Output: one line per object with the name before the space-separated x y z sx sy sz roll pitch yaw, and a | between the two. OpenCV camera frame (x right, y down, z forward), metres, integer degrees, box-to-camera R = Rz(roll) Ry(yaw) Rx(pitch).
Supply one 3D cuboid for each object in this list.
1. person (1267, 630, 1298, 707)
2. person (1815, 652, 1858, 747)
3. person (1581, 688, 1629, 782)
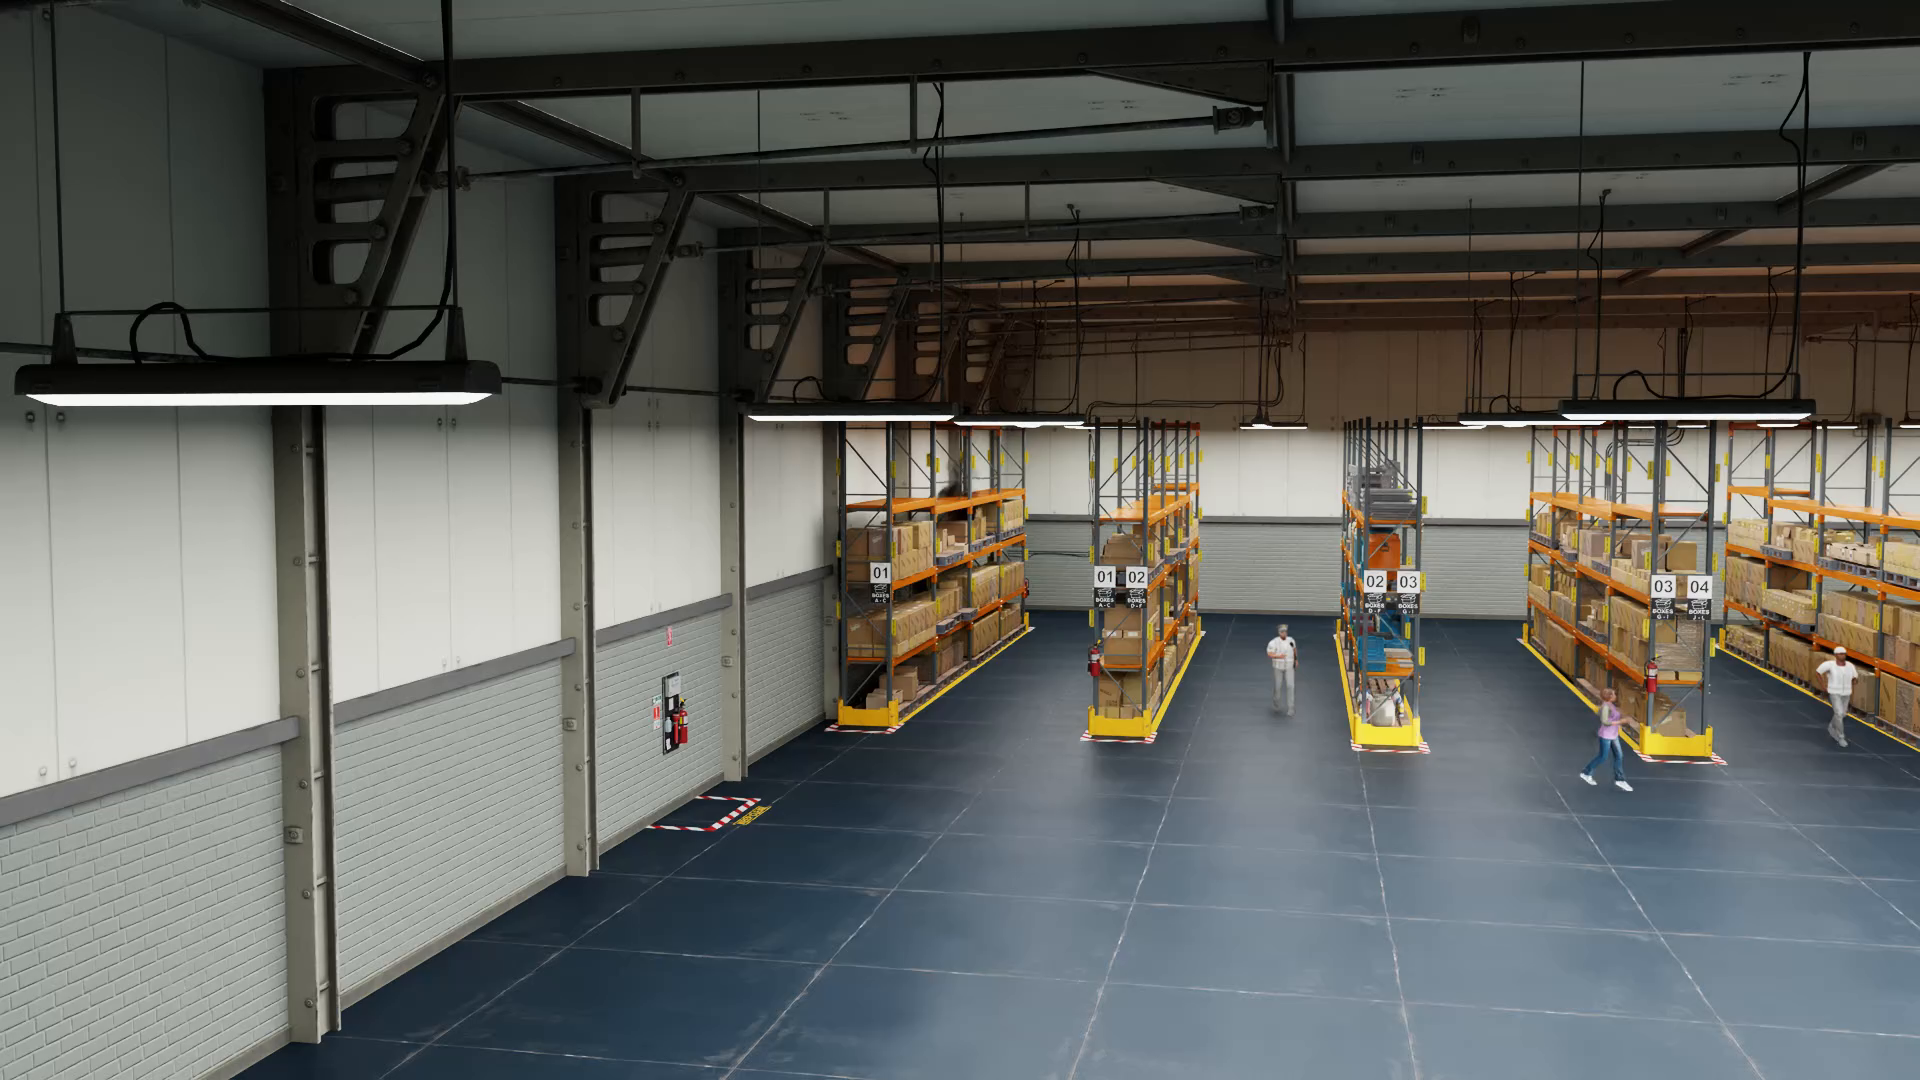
person | 6.586 2.569 33.948 0.648 1.619 0.826 0 4 -1
person | 16.163 2.862 30.575 0.688 1.751 0.841 0 4 -1
person | 10.337 3.111 26.609 0.728 1.495 0.526 3 5 38
